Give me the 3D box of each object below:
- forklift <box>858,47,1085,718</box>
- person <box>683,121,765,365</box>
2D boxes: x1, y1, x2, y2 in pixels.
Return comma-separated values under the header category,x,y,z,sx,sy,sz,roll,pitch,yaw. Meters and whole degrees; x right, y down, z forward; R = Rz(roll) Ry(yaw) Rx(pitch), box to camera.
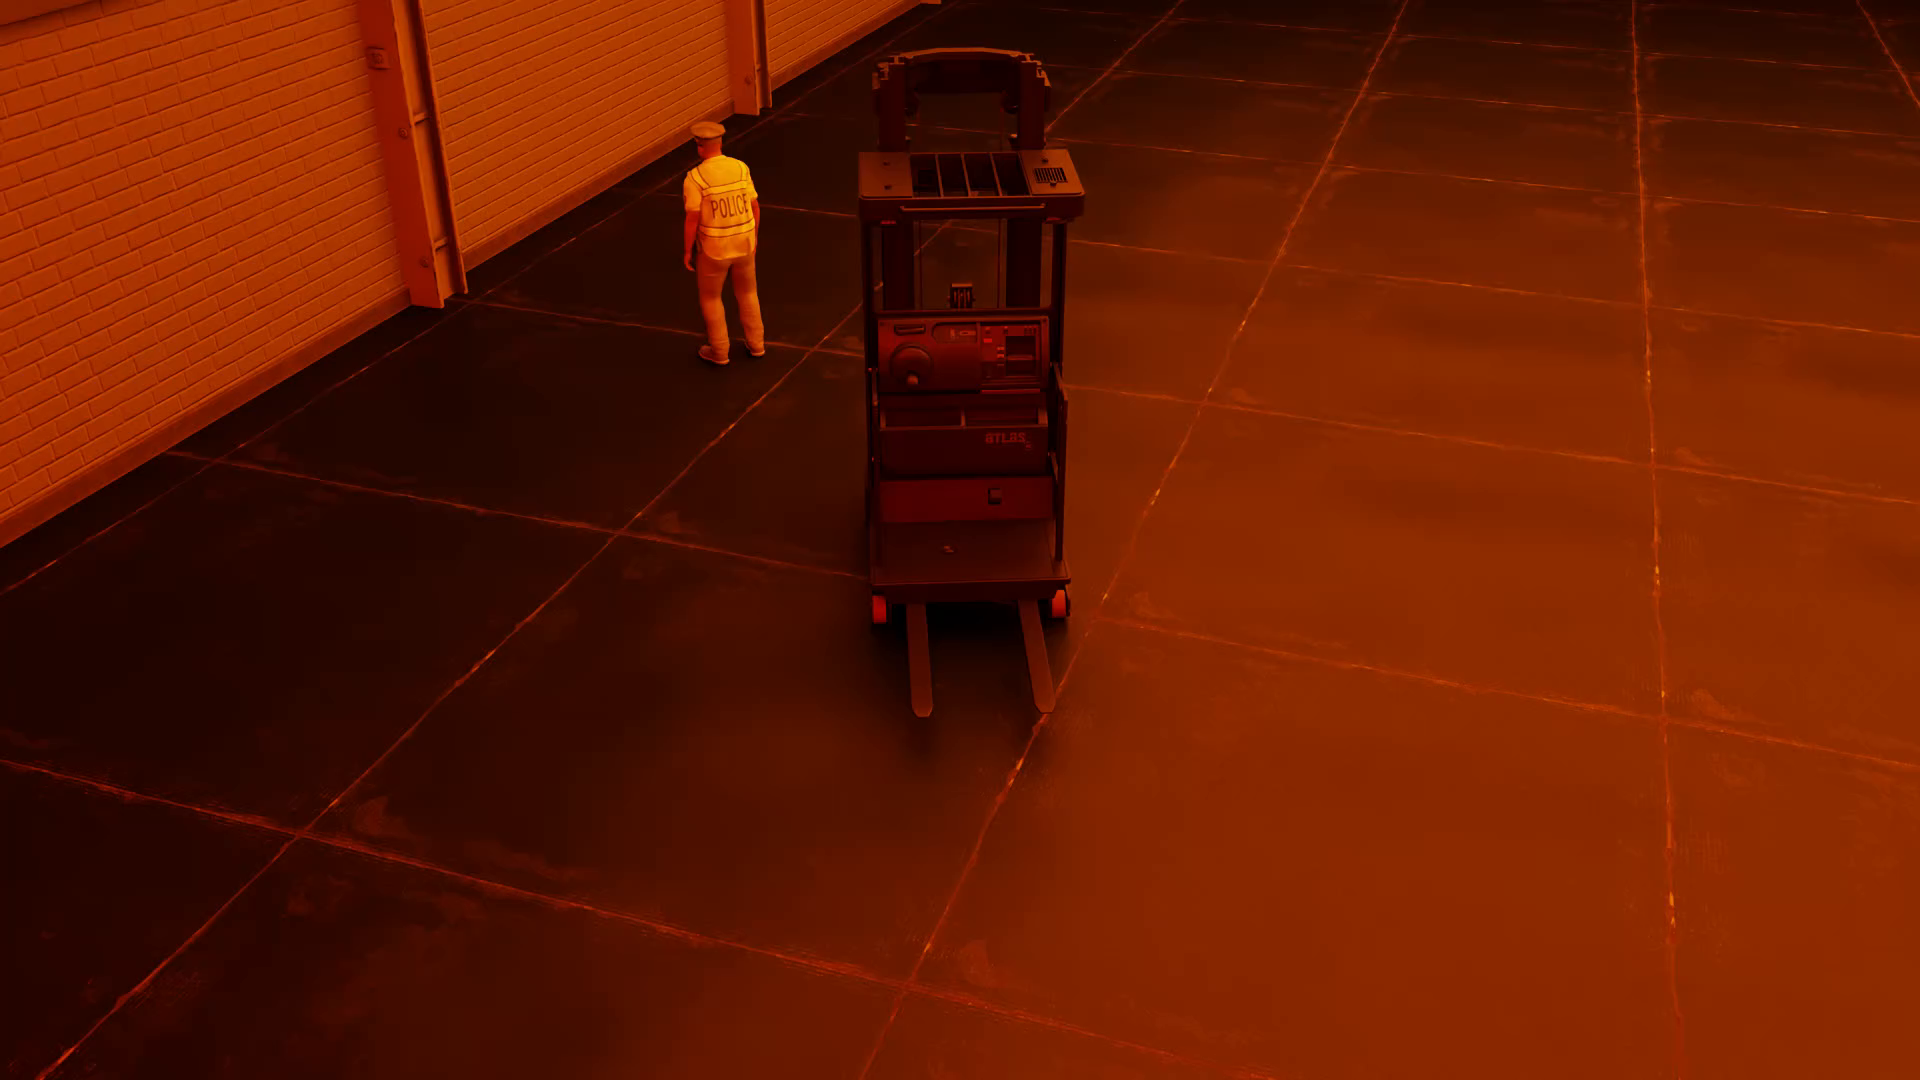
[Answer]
category,x,y,z,sx,sy,sz,roll,pitch,yaw
forklift,0.035,-0.972,8.842,1.130,2.935,3.031,-2,30,-3
person,-1.710,-2.130,12.063,0.605,1.751,0.433,-18,34,-28
